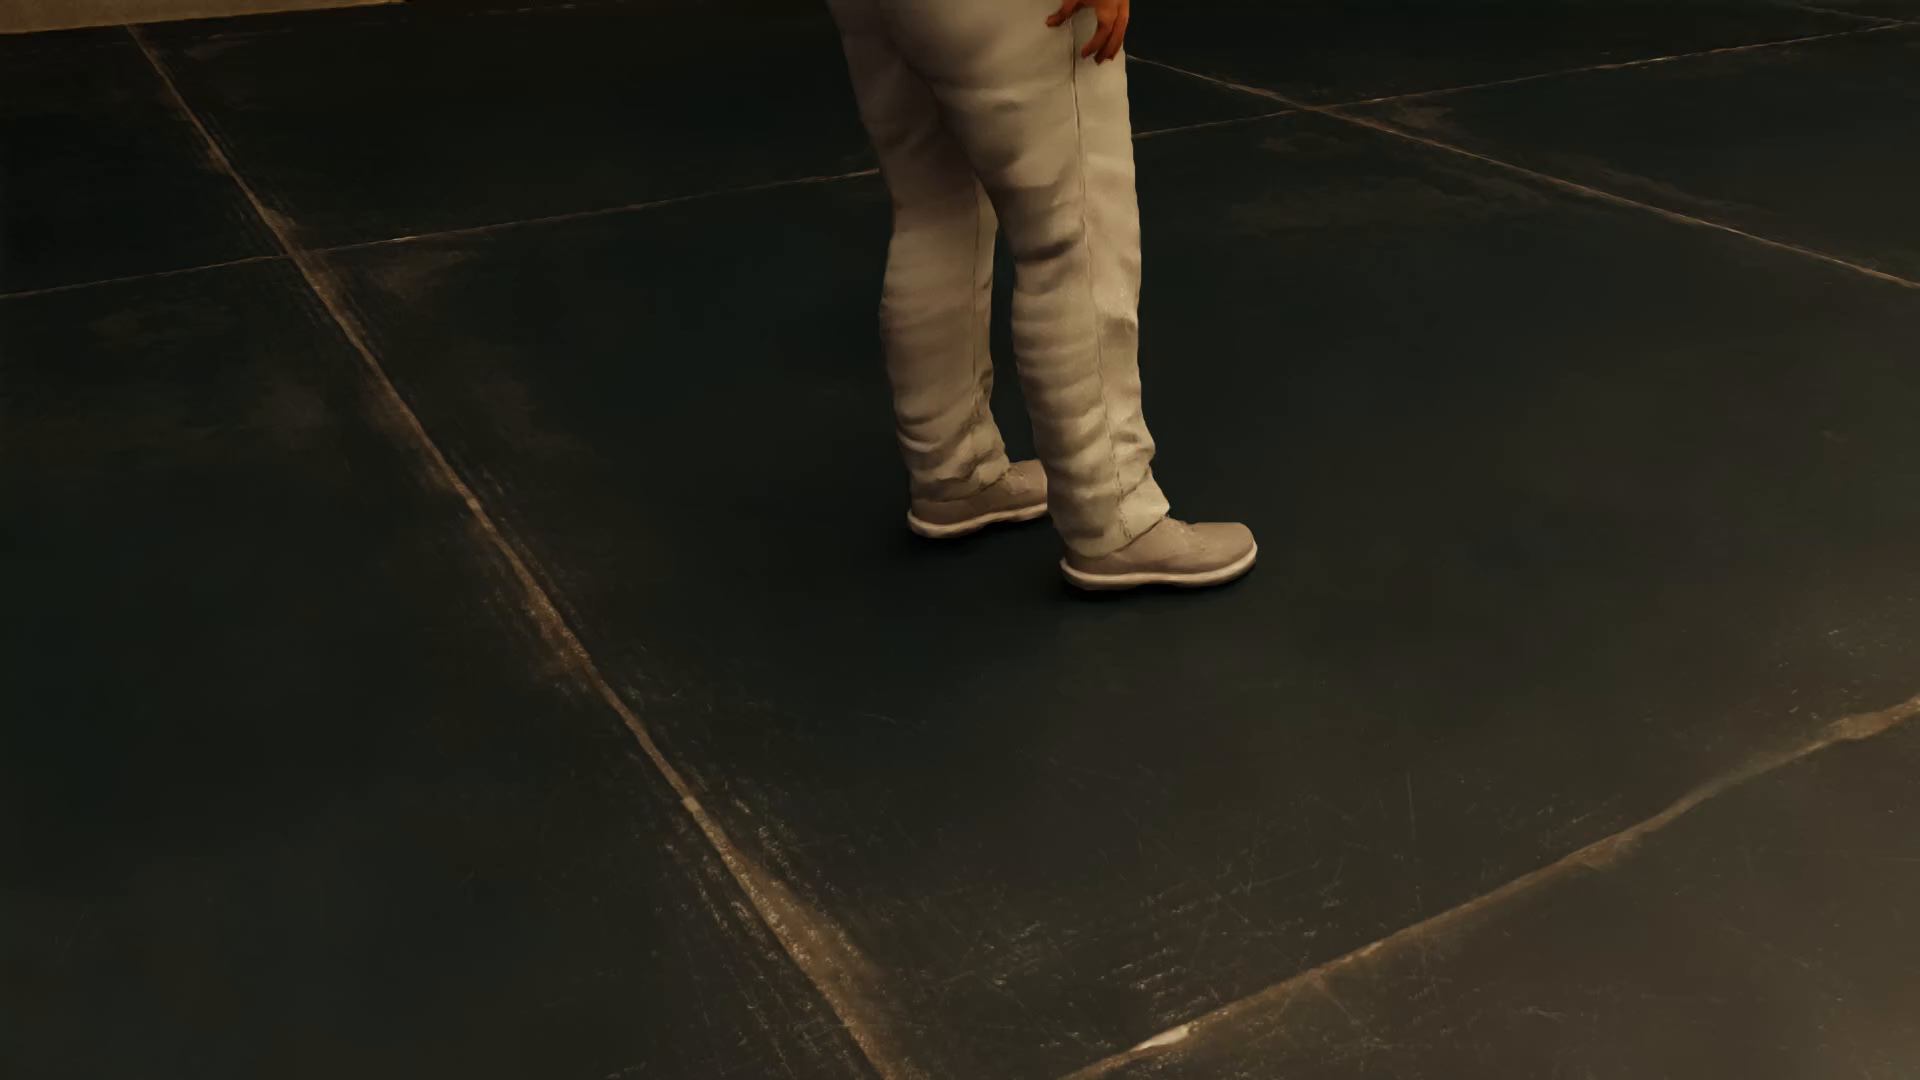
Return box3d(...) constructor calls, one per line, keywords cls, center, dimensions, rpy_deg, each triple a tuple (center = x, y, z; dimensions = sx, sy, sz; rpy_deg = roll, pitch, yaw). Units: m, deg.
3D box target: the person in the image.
box3d(cls="person", center=(0.078, -0.758, 2.136), dimensions=(0.529, 1.669, 0.598), rpy_deg=(-15, 30, -26))
